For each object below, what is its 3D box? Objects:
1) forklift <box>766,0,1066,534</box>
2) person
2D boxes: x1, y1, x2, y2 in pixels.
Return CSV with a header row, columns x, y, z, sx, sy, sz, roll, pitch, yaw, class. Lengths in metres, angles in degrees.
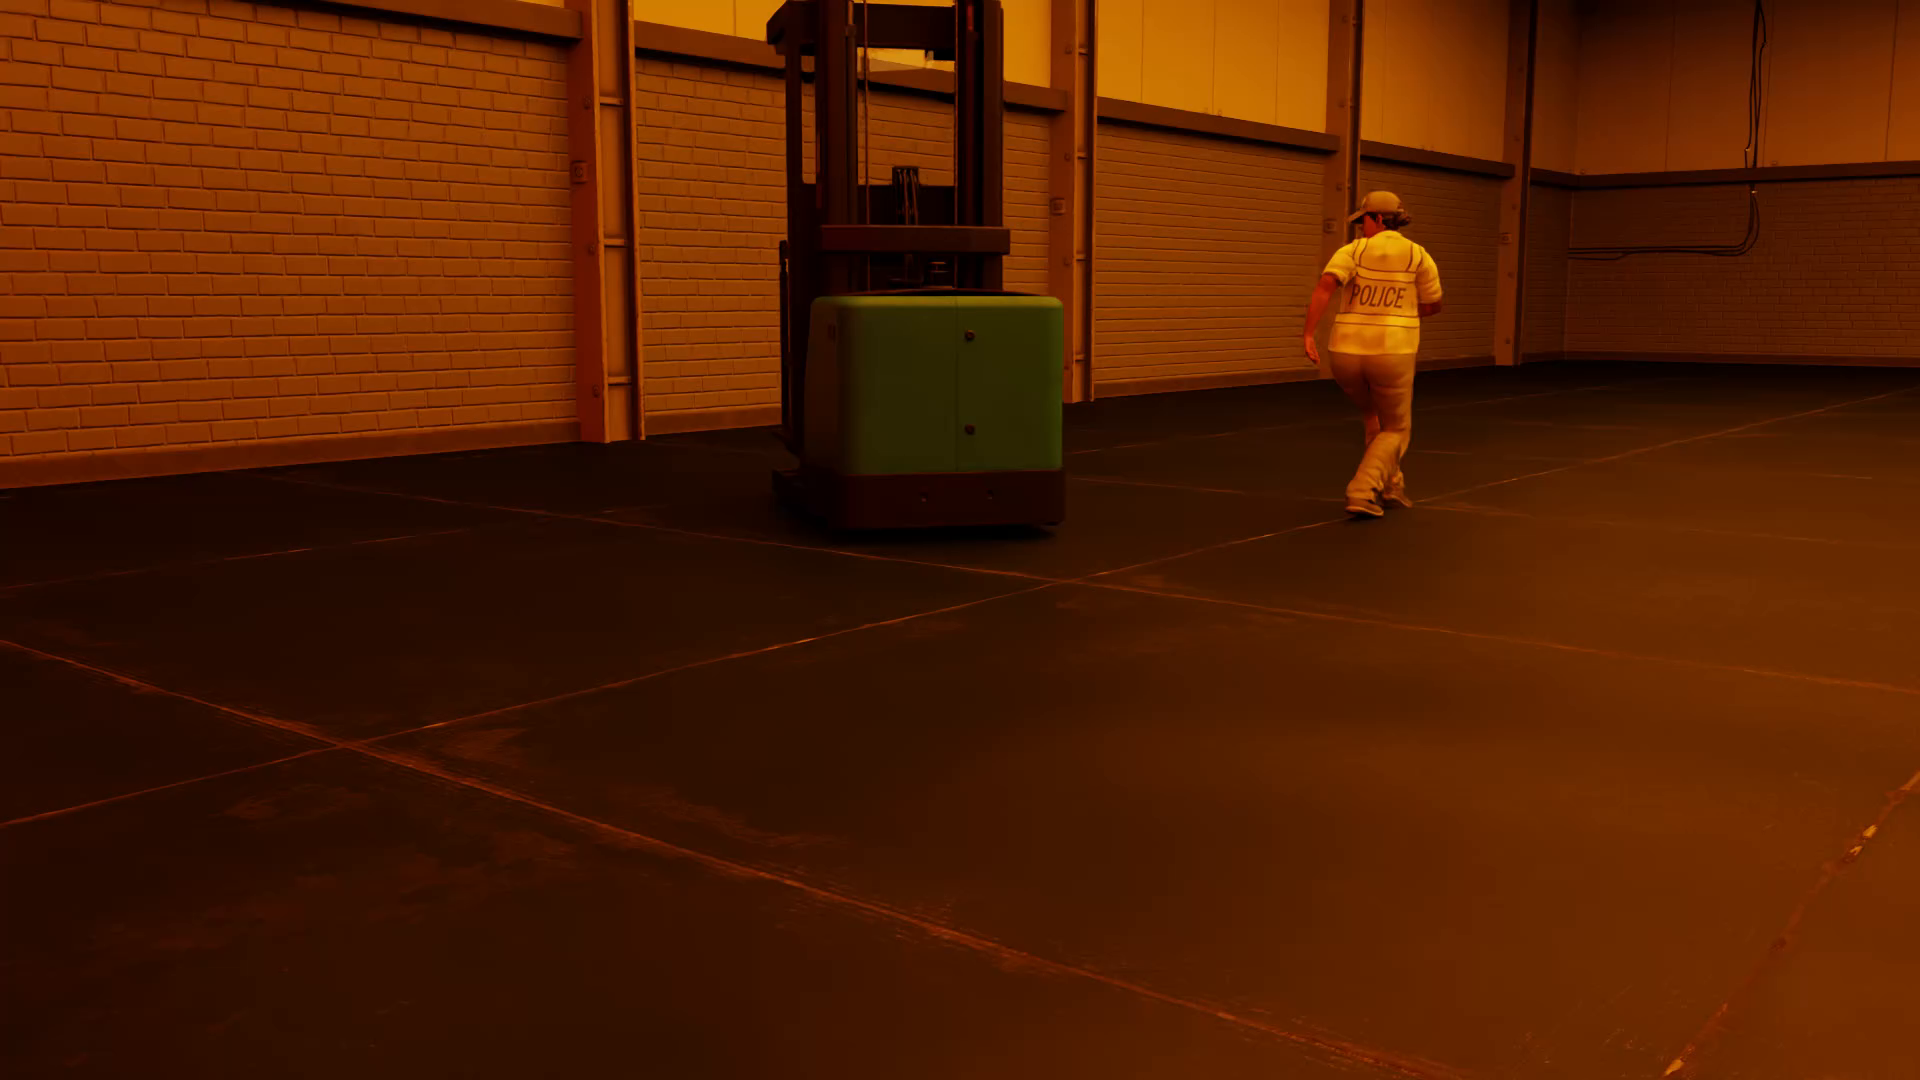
x,y,z,sx,sy,sz,roll,pitch,yaw,class
-0.383,-1.652,8.574,1.130,2.935,3.031,-2,9,-14,forklift
2.083,-0.904,8.223,0.514,1.621,0.891,6,10,36,person
